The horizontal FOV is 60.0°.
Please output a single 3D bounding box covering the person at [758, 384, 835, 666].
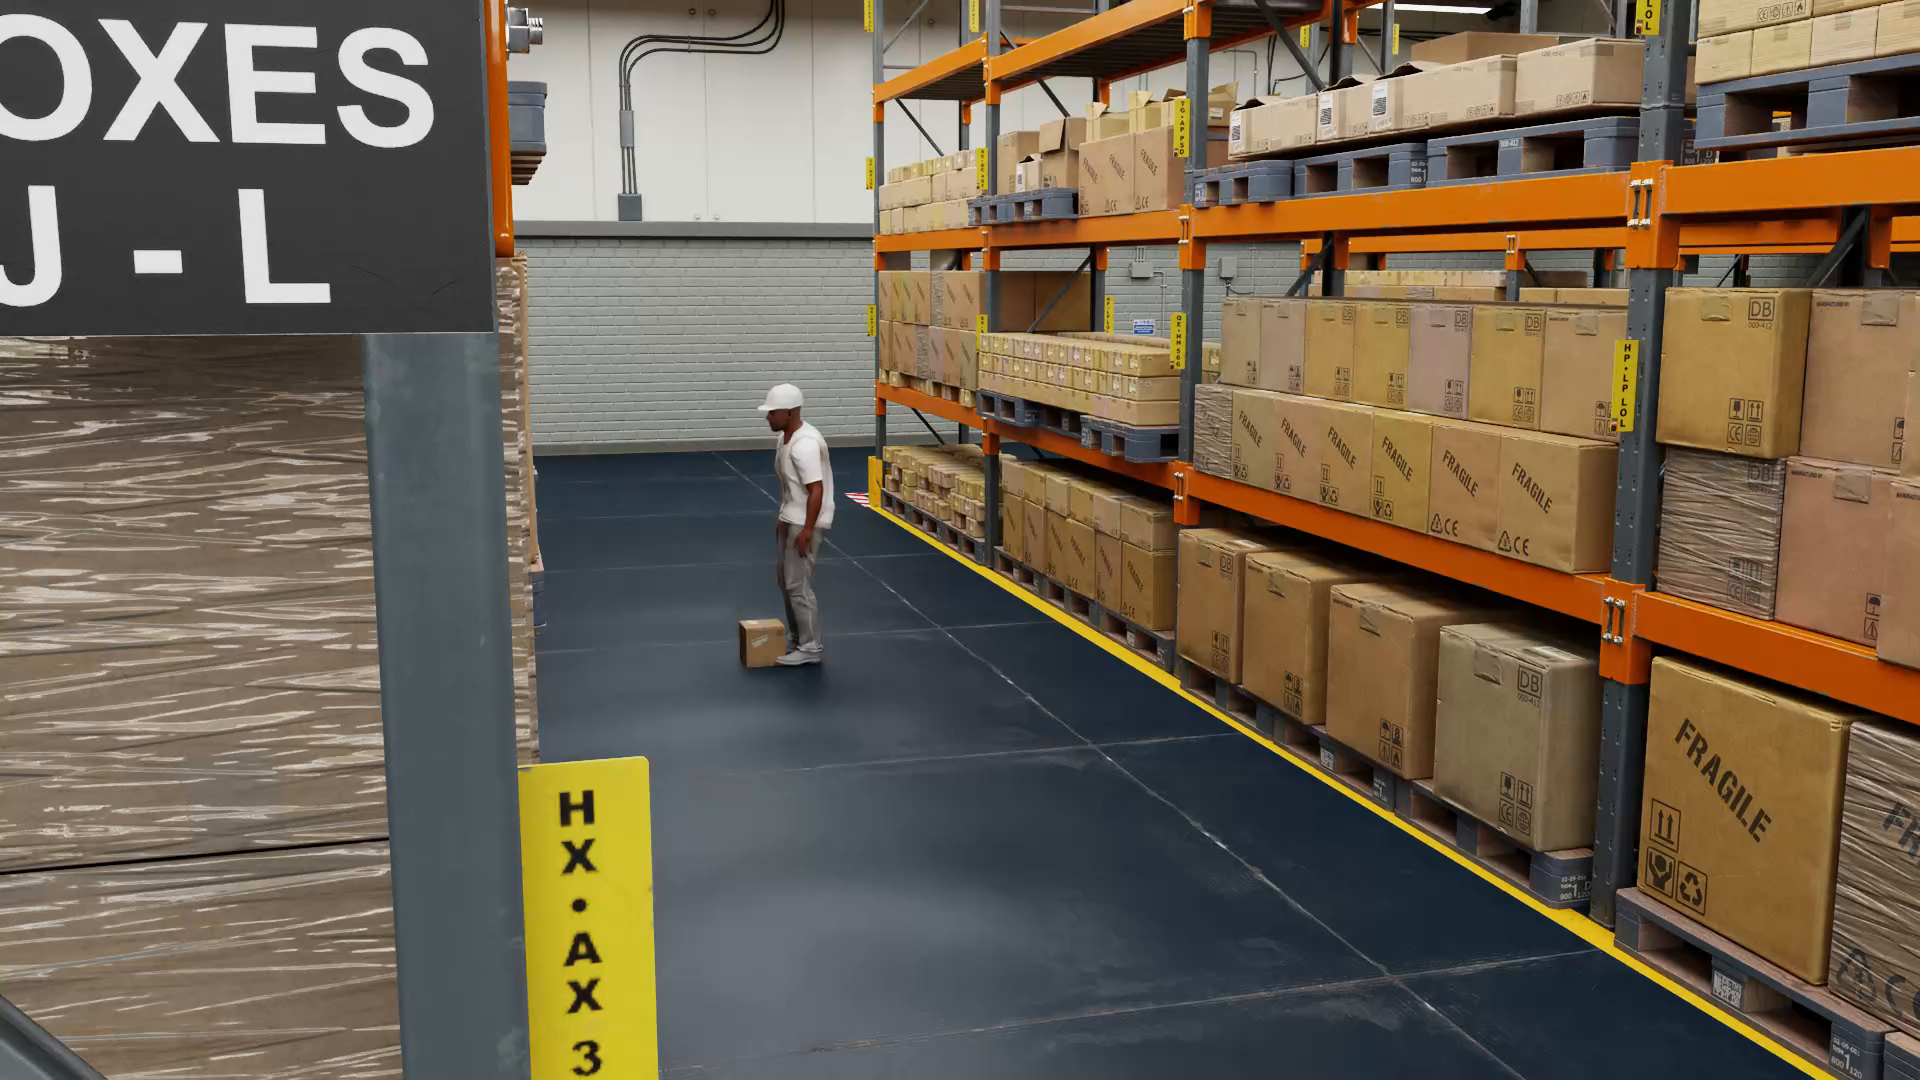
[{"bbox_3d":[-1.034,-0.103,10.460,0.463,1.759,0.626,-3,10,-19],"label":"person"}]
